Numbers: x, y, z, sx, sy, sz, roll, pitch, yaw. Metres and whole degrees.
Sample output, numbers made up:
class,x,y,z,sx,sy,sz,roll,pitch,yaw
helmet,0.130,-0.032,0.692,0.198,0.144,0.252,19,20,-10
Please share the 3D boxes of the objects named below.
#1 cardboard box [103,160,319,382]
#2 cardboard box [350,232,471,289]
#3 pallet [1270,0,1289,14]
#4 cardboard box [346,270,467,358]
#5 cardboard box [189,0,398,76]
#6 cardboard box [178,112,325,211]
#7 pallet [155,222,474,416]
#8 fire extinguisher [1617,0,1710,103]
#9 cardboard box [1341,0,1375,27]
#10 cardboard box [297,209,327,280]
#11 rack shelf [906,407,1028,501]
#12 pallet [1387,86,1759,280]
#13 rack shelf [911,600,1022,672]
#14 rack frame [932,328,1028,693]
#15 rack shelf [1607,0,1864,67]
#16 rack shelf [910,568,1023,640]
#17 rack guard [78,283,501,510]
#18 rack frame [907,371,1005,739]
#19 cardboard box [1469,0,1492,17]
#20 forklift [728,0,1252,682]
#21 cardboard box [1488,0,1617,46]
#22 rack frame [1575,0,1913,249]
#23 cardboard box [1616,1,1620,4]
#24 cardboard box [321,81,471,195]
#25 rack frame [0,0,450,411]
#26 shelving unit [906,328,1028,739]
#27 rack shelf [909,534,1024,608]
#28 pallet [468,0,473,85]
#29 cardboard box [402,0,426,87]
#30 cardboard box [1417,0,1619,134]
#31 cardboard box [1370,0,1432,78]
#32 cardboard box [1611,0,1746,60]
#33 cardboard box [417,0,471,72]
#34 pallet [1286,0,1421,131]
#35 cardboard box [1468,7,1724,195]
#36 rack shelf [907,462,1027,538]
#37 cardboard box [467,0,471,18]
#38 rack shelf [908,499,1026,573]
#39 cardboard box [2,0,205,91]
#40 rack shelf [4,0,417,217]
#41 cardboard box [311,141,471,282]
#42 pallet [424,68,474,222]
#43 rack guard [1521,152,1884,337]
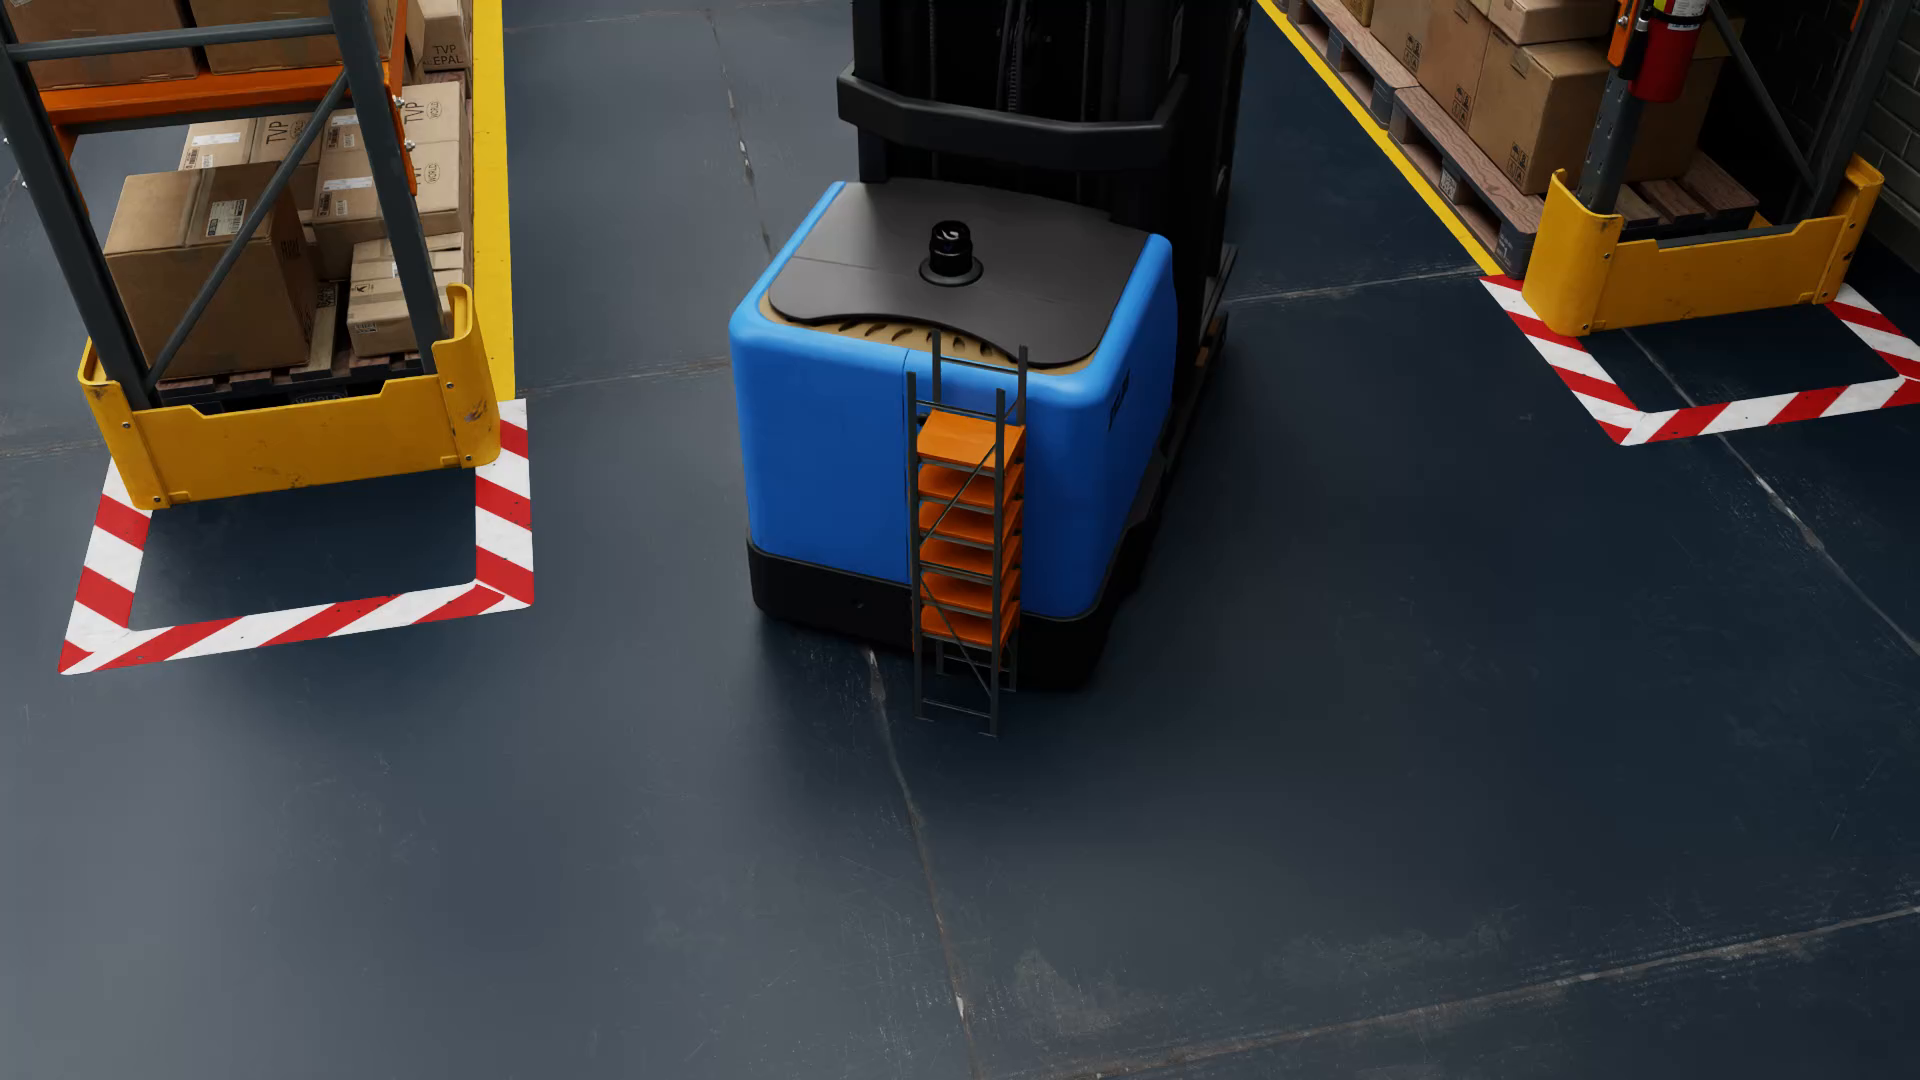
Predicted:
class,x,y,z,sx,sy,sz,roll,pitch,yaw
cardboard box,-2.479,-0.902,5.558,0.500,0.500,0.500,-8,42,-9
cardboard box,-1.930,-0.942,5.855,0.380,0.166,0.250,-8,42,-9
pallet,1.939,-3.113,8.598,1.003,0.211,1.213,-8,42,-9
cardboard box,-1.876,-0.774,5.678,0.380,0.149,0.250,-8,42,-9
cardboard box,-1.960,-1.718,4.850,0.500,0.500,0.500,-8,42,-8
cardboard box,-2.655,-1.428,6.339,0.500,0.250,0.500,-8,42,-9
pallet,-2.311,-0.878,6.080,1.003,0.211,1.213,-8,42,-9
fire extinguisher,2.297,-1.735,5.284,0.296,0.674,0.183,-8,42,-9
cardboard box,2.126,-2.723,7.625,0.700,0.500,0.500,-7,42,-8
cardboard box,-2.479,-1.052,5.979,0.380,0.166,0.250,-8,42,-9
rack shelf,0.018,-0.215,4.113,0.258,0.103,0.180,12,43,13
pallet,2.466,-1.531,6.816,1.003,0.211,1.213,-8,42,-9
rack shelf,0.018,0.234,4.511,0.258,0.103,0.180,12,43,13
rack frame,0.047,-0.037,4.388,0.240,1.200,0.006,12,43,13
rack shelf,2.283,-3.094,7.018,1.077,0.370,4.000,-8,42,-9
rack shelf,0.018,0.144,4.432,0.258,0.103,0.180,12,43,13
rack guard,-2.138,-0.469,5.402,1.175,0.500,0.348,-8,42,-9
rack frame,-0.010,0.079,4.257,0.240,1.200,0.006,12,43,13
cardboard box,2.204,-2.194,6.540,0.380,0.149,0.250,-7,42,-8
forklift,0.323,-1.686,4.942,1.130,2.935,3.031,12,43,13
cardboard box,2.260,-2.028,6.353,0.380,0.149,0.250,-9,42,-10
rack frame,2.715,-2.067,5.319,1.000,3.000,0.127,-8,42,-9
cardboard box,2.578,-2.247,6.600,0.380,0.149,0.250,-8,42,-9
cardboard box,-2.178,-1.532,6.456,0.500,0.250,0.500,-8,42,-9
rack frame,-2.121,-1.355,4.517,1.000,3.000,0.127,-8,42,-9
shelving unit,0.018,0.021,4.323,0.258,1.200,0.189,12,43,13
rack shelf,0.018,0.054,4.352,0.258,0.103,0.180,12,43,13
pallet,-2.837,-2.459,7.862,1.003,0.211,1.213,-8,42,-9
cardboard box,-2.574,-1.961,6.749,0.797,0.503,0.637,-8,42,-9
cardboard box,2.358,-2.053,6.870,0.700,0.500,0.500,-8,42,-9
cardboard box,2.249,-2.379,7.237,0.700,0.500,0.500,-10,42,-11
cardboard box,2.688,-1.919,6.230,0.380,0.149,0.250,-8,42,-9
cardboard box,-2.423,-2.292,7.266,0.500,0.311,0.500,-8,42,-9
pallet,2.206,-2.320,7.705,1.003,0.211,1.213,-8,42,-9
cardboard box,2.466,-1.729,6.504,0.700,0.500,0.500,-8,42,-9
rack shelf,0.018,-0.125,4.193,0.258,0.103,0.180,12,43,13
cardboard box,-2.445,-2.483,7.604,0.380,0.149,0.250,-8,42,-9
rack shelf,0.018,-0.035,4.272,0.258,0.103,0.180,12,43,13
cardboard box,-2.484,-1.643,4.767,0.500,0.500,0.500,-7,42,-8
rack shelf,-2.553,-2.382,6.216,1.077,0.370,4.000,-8,42,-9
cardboard box,-2.070,-1.208,6.091,0.500,0.250,0.500,-8,42,-9
pallet,-2.571,-1.667,6.969,1.003,0.211,1.213,-8,42,-9
rack guard,2.720,-1.117,6.131,1.175,0.500,0.348,-8,42,-9
